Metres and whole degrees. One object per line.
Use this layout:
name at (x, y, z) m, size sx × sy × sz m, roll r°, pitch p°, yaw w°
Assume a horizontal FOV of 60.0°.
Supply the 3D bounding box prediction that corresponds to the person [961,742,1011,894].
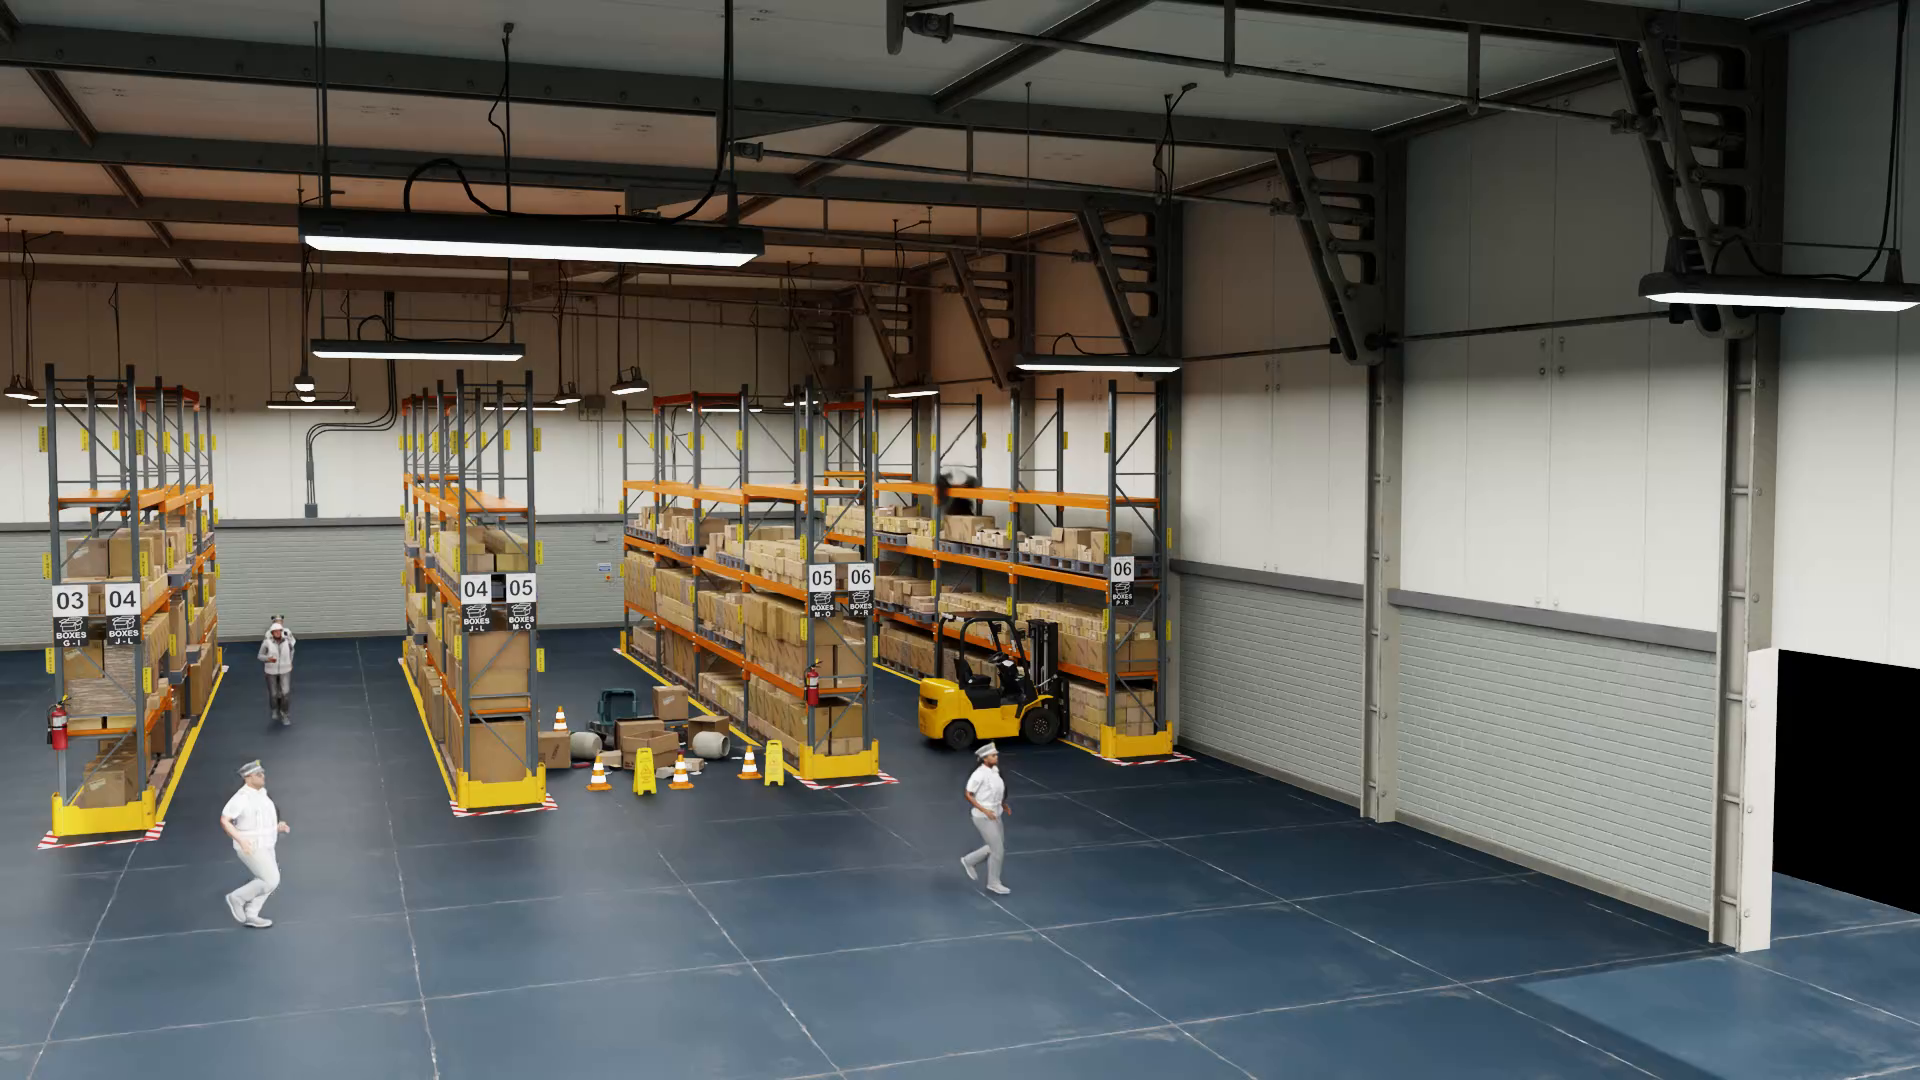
person at (0.264, 3.084, 18.566) m, size 0.659 × 1.685 × 0.587 m, roll 2°, pitch 4°, yaw 28°

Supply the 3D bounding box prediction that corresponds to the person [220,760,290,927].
person at (-7.227, 3.129, 17.149) m, size 0.591 × 1.739 × 0.658 m, roll 0°, pitch 3°, yaw 2°

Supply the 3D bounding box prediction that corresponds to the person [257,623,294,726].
person at (-12.170, 2.385, 29.627) m, size 0.641 × 1.822 × 0.801 m, roll -2°, pitch 4°, yaw -28°

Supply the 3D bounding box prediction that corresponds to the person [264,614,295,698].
person at (-13.268, 2.274, 32.442) m, size 0.597 × 1.648 × 0.552 m, roll -2°, pitch 4°, yaw -25°
